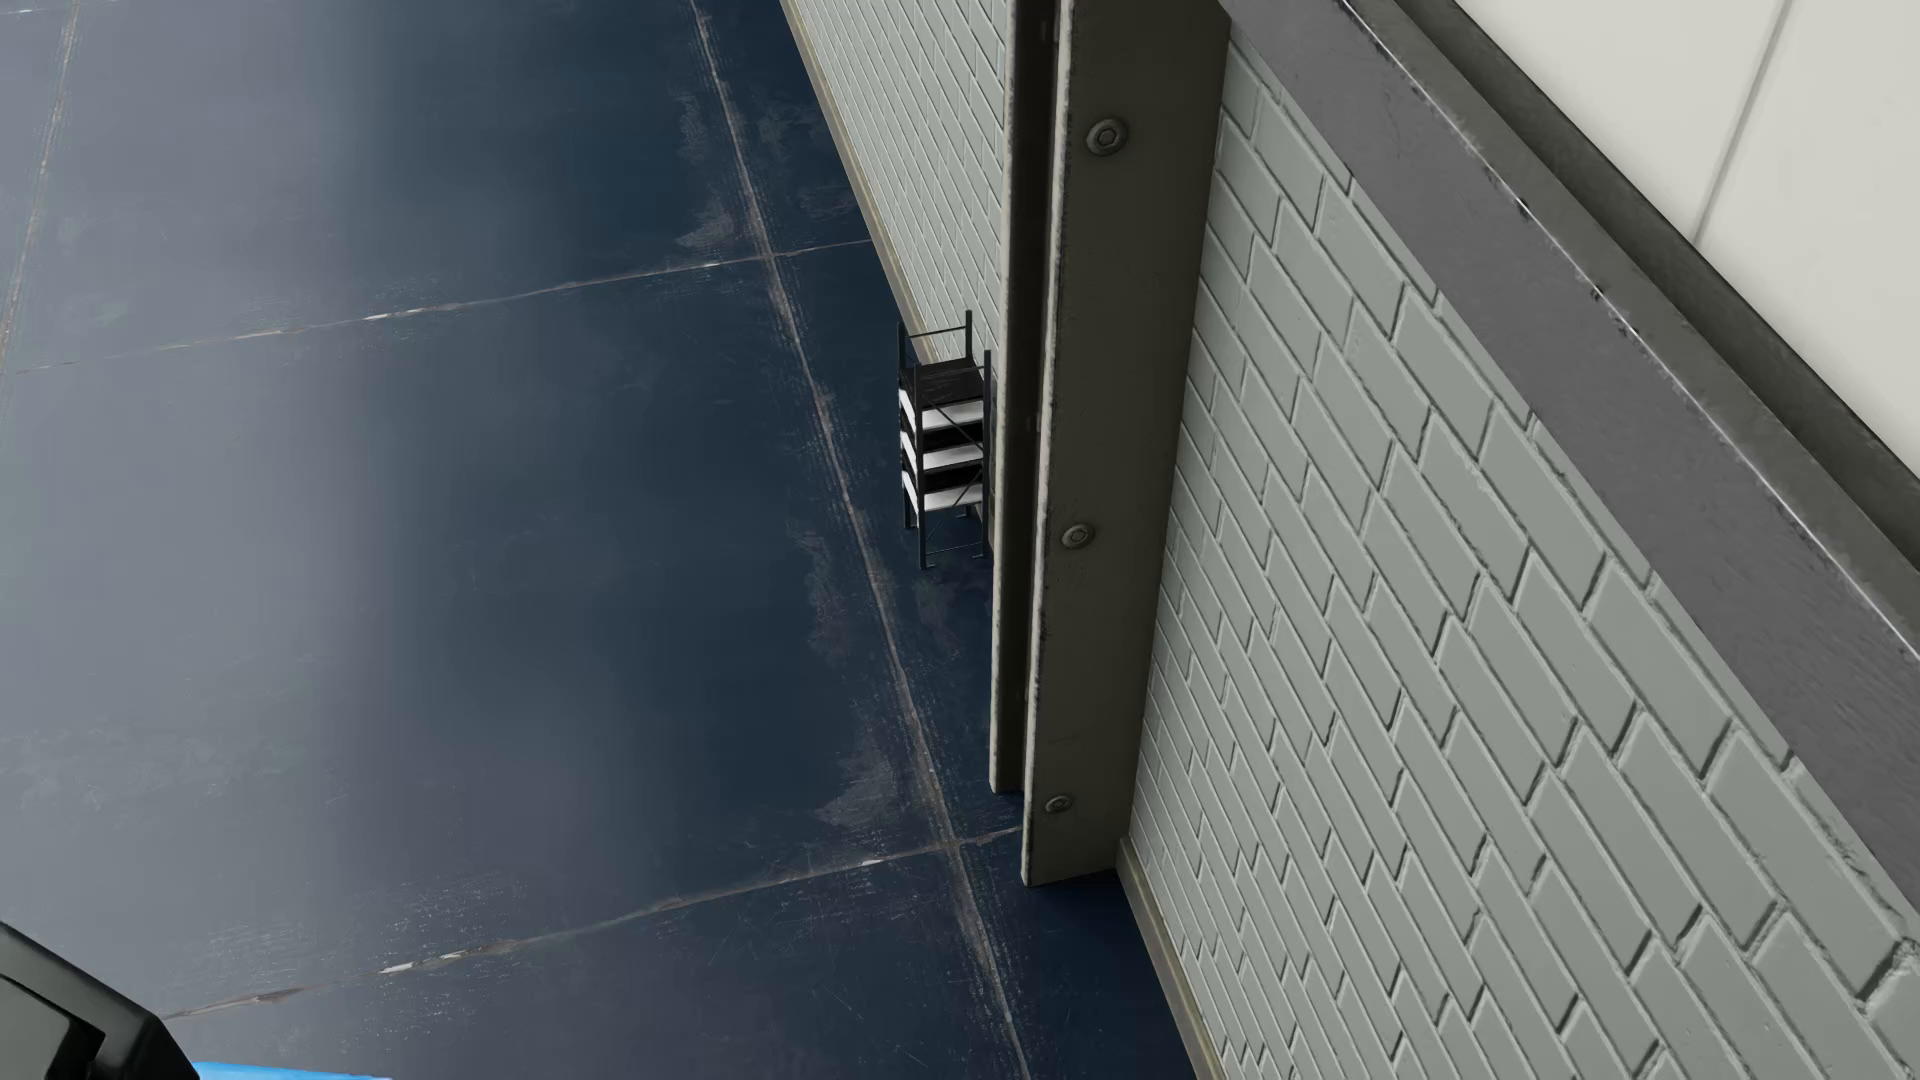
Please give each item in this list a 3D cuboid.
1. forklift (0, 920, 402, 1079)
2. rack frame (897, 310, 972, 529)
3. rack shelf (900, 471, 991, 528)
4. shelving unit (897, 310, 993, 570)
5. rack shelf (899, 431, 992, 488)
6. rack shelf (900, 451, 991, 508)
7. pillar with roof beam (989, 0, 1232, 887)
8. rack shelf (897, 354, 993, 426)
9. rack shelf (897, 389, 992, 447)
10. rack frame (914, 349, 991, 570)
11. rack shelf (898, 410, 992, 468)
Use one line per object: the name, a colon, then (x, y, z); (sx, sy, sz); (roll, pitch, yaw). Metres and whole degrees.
forklift: (-1.223, 1.826, 1.908); (1.130, 2.935, 3.031); (4, 46, 4)
rack frame: (-0.077, -0.380, 5.492); (0.240, 0.900, 0.006); (-12, 47, -11)
rack shelf: (-0.049, -0.160, 5.576); (0.258, 0.077, 0.200); (-12, 47, -11)
shelving unit: (-0.049, -0.310, 5.423); (0.258, 0.900, 0.210); (-12, 47, -11)
rack shelf: (-0.049, -0.286, 5.447); (0.258, 0.077, 0.200); (-12, 47, -11)
rack shelf: (-0.049, -0.223, 5.511); (0.258, 0.077, 0.200); (-12, 47, -11)
pillar with roof beam: (-3.875, -1.530, 0.949); (9.100, 9.000, 0.400); (-11, 47, -10)
rack shelf: (-0.050, -0.475, 5.254); (0.258, 0.077, 0.200); (-12, 47, -11)
rack shelf: (-0.050, -0.412, 5.318); (0.258, 0.077, 0.200); (-12, 47, -11)
rack frame: (-0.021, -0.240, 5.355); (0.240, 0.900, 0.006); (-12, 47, -11)
rack shelf: (-0.049, -0.349, 5.383); (0.258, 0.077, 0.200); (-12, 47, -11)
